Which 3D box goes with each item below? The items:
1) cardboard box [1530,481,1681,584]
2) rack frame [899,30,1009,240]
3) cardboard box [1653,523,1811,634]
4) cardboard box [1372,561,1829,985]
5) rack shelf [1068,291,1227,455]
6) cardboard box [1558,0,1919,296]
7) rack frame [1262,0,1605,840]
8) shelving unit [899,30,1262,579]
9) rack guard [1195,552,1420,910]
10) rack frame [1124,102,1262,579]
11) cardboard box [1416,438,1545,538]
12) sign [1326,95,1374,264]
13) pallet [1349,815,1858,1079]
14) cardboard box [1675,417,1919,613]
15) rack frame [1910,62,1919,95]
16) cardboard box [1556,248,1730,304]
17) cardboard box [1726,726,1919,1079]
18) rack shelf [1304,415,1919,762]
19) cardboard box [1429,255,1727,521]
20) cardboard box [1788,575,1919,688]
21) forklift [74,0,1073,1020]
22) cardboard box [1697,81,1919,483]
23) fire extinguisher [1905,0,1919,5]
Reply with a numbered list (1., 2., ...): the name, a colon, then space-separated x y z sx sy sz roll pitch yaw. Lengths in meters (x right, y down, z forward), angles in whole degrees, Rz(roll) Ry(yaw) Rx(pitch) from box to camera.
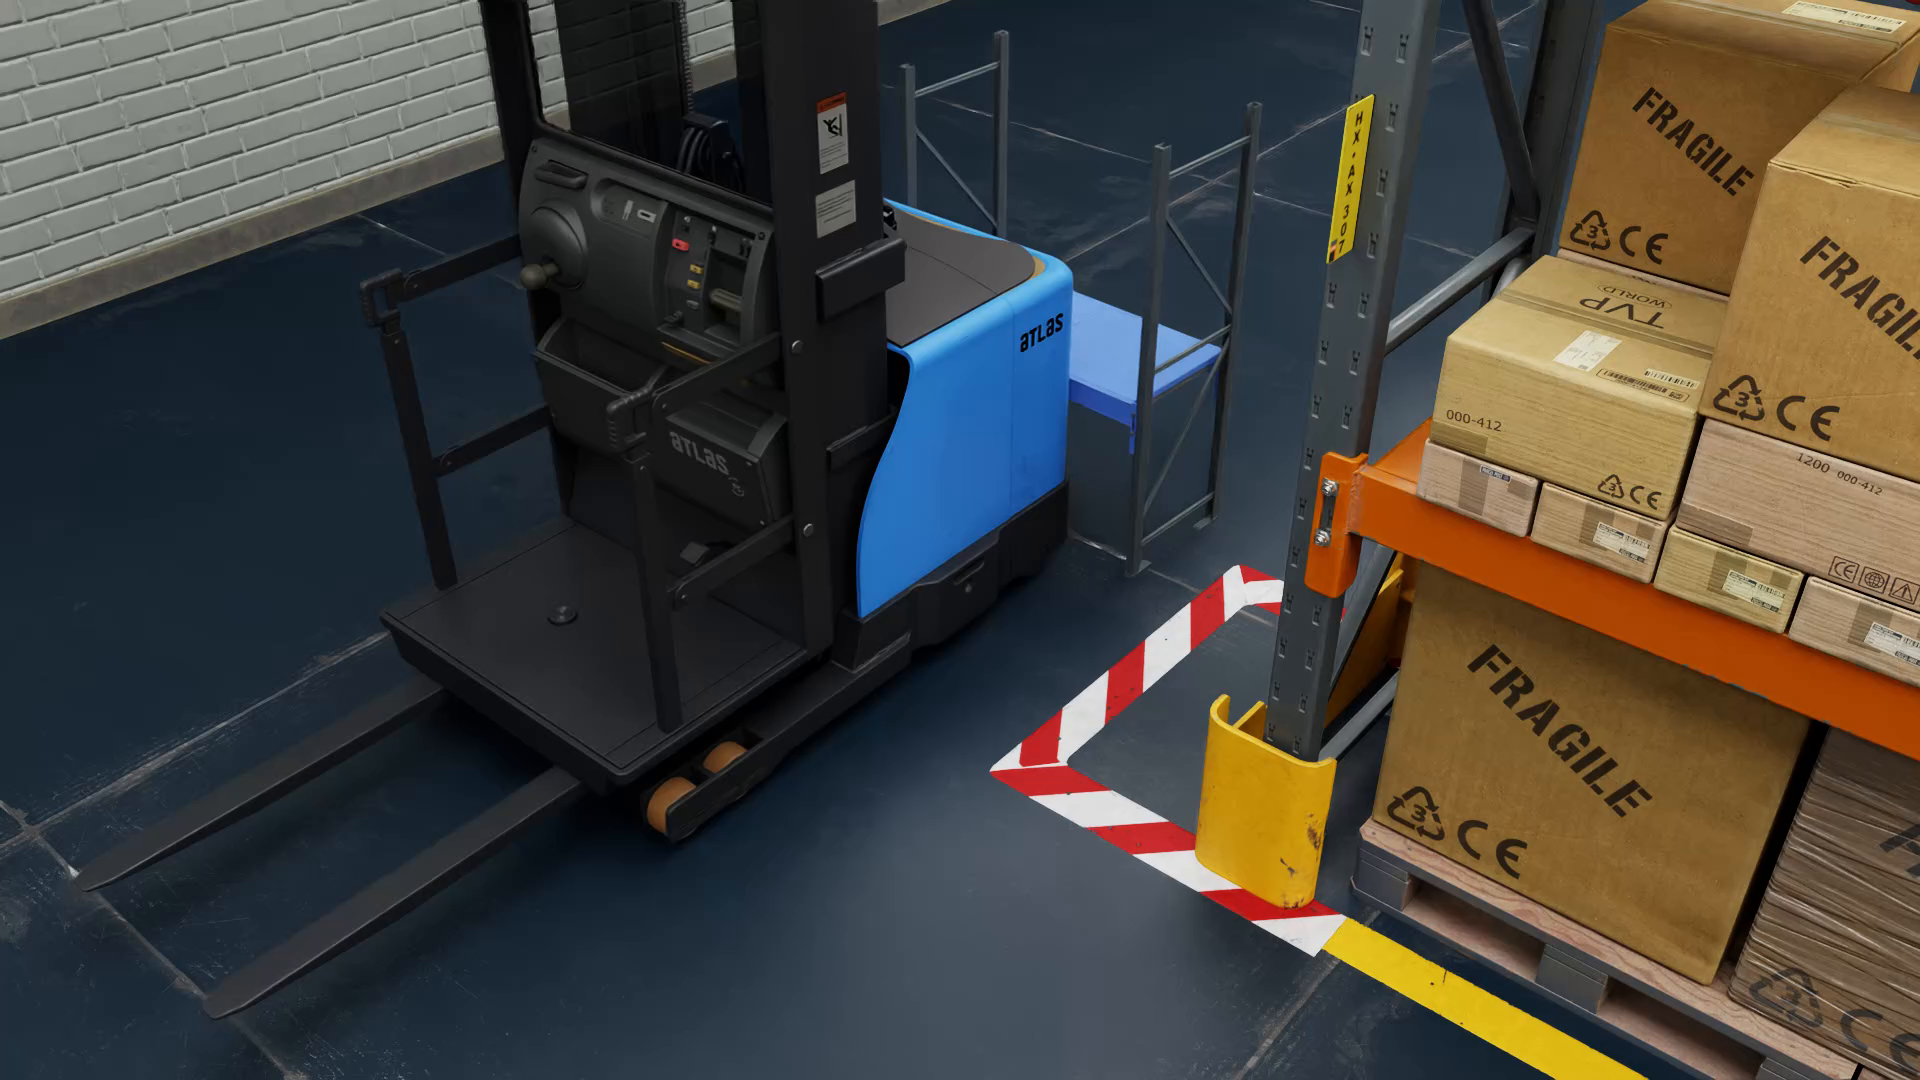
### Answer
1. cardboard box: 1.394 -0.095 3.461 0.250 0.149 0.380 25 41 31
2. rack frame: -0.015 -0.989 5.866 0.032 1.500 0.500 28 43 34
3. cardboard box: 1.591 -0.003 3.326 0.250 0.149 0.380 24 41 31
4. cardboard box: 1.678 0.336 4.116 0.875 0.875 0.875 25 42 32
5. rack shelf: 0.358 -0.646 5.683 1.000 0.185 0.538 28 43 34
6. cardboard box: 1.677 -0.871 3.576 0.500 0.500 0.500 26 42 32
7. rack frame: 1.135 -0.563 3.921 0.127 3.000 1.000 25 42 32
8. shelving unit: 0.358 -0.794 5.582 1.048 1.500 0.538 28 43 34
9. rack guard: 1.116 0.458 4.641 0.348 0.500 1.175 25 42 32
10. rack frame: 0.732 -0.599 5.298 0.032 1.500 0.500 28 43 34
11. cardboard box: 1.196 -0.188 3.596 0.250 0.149 0.380 26 42 32
12. sign: 0.775 -0.714 3.305 0.005 0.325 0.100 25 42 32
13. pallet: 1.799 0.842 4.338 1.213 0.211 1.003 25 42 32
14. cardboard box: 1.734 -0.147 3.185 0.500 0.250 0.500 25 41 31
15. rack frame: 4.386 -2.685 7.010 0.127 3.000 1.000 25 42 32
16. cardboard box: 1.677 -0.564 3.792 0.500 0.250 0.500 25 41 31
17. cardboard box: 2.377 0.666 3.637 0.875 0.875 0.875 25 42 32
18. rack shelf: 2.672 0.458 3.070 4.000 0.370 1.077 25 42 32
19. cardboard box: 1.331 -0.333 3.455 0.500 0.250 0.500 24 41 31
20. cardboard box: 1.793 0.091 3.190 0.250 0.149 0.380 25 41 31
21. forklift: -0.971 -0.712 4.198 1.130 2.935 3.031 26 42 32
22. cardboard box: 1.715 -0.461 2.979 0.500 0.500 0.500 24 41 31
23. fire extinguisher: 4.487 -2.791 7.562 0.183 0.674 0.296 25 42 32
